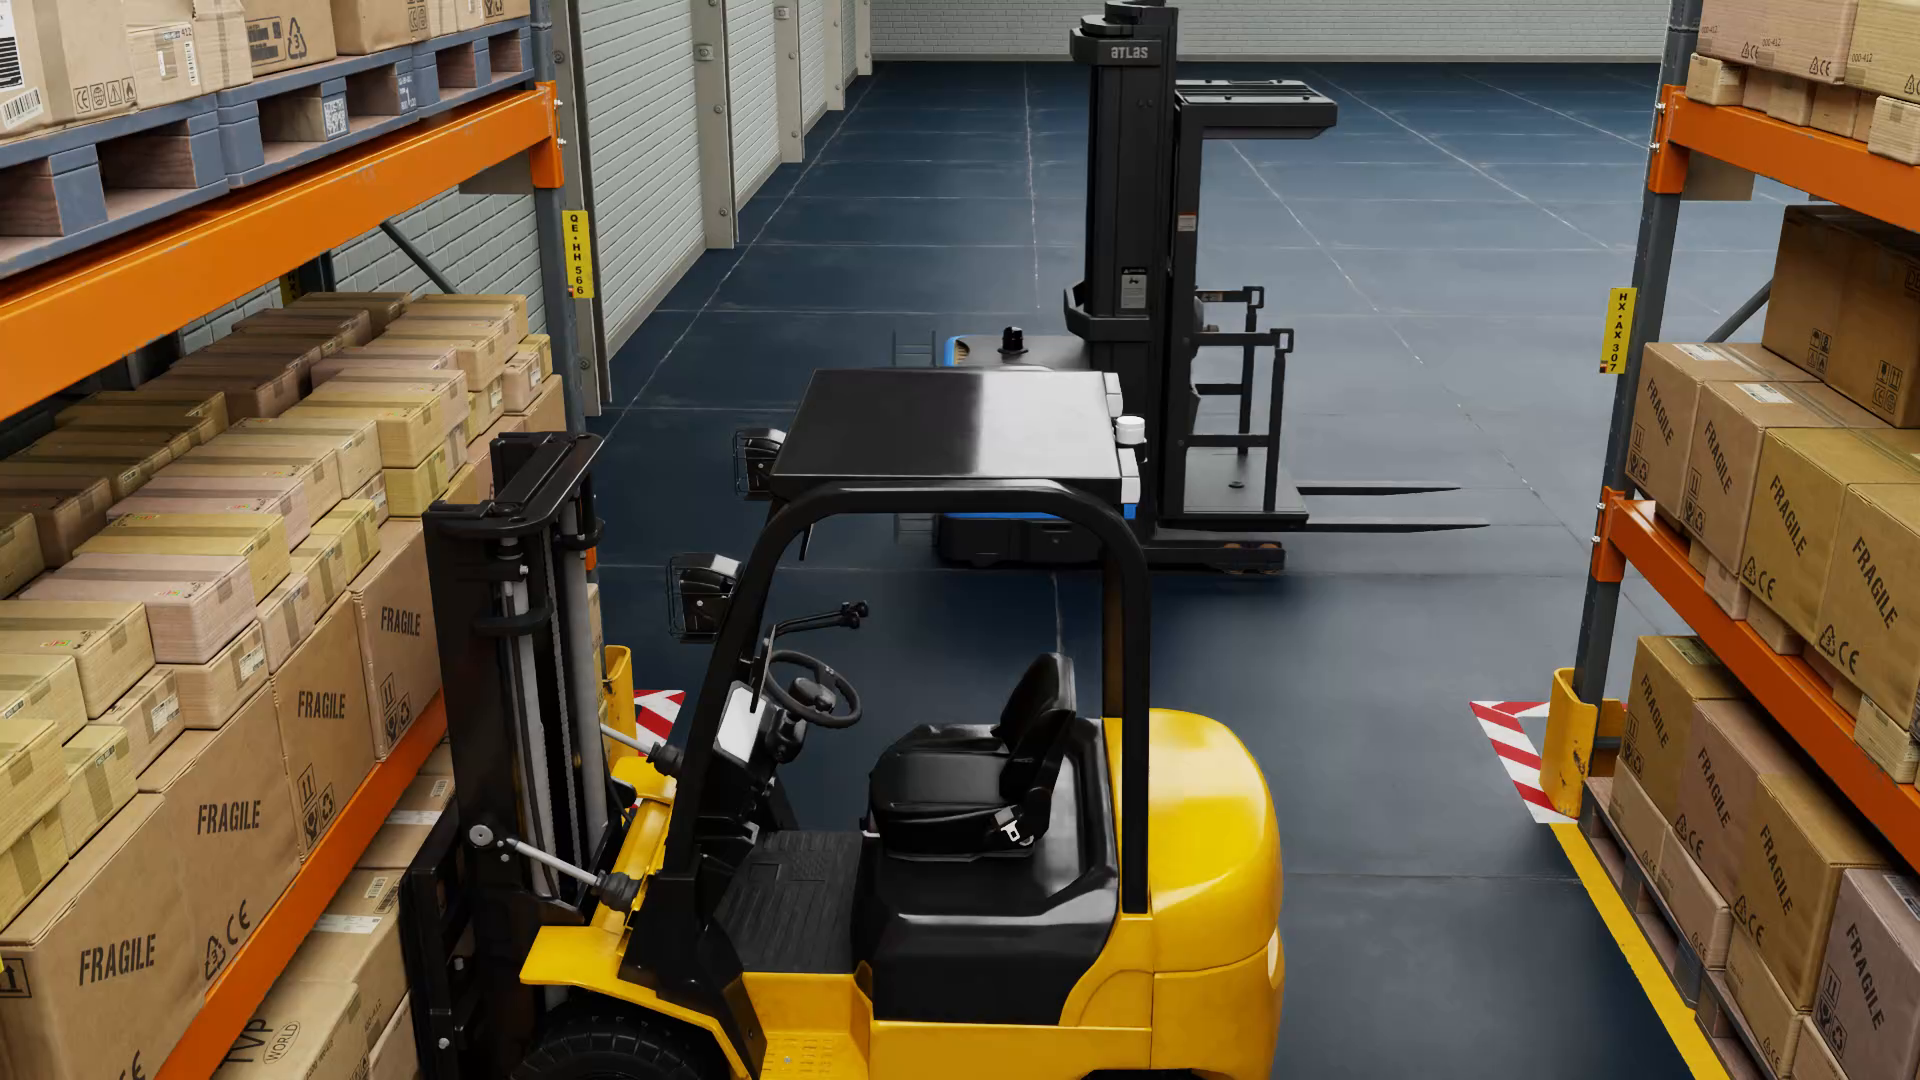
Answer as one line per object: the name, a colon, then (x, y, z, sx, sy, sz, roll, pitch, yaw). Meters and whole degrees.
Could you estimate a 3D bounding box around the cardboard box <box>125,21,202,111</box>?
cardboard box: (-1.747, -0.937, 3.278, 0.380, 0.149, 0.250, 1, 21, 3)

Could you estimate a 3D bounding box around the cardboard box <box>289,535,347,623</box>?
cardboard box: (-1.748, 0.100, 4.090, 0.380, 0.149, 0.250, 0, 21, 0)

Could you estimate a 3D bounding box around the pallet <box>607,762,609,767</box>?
pallet: (-1.948, 1.154, 6.262, 1.003, 0.211, 1.213, 1, 21, 2)

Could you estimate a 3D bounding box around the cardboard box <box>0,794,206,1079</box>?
cardboard box: (-1.813, 0.820, 3.132, 0.500, 0.500, 0.500, 0, 21, 0)

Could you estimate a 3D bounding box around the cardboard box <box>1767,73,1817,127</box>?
cardboard box: (2.700, -1.343, 5.044, 0.380, 0.149, 0.250, 1, 21, 3)

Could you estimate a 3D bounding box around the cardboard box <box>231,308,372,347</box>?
cardboard box: (-2.261, -0.696, 5.729, 0.380, 0.149, 0.250, 1, 21, 3)

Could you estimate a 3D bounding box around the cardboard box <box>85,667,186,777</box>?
cardboard box: (-1.829, 0.374, 3.383, 0.380, 0.149, 0.250, 1, 21, 2)

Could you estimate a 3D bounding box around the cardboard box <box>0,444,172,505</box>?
cardboard box: (-2.270, -0.137, 4.288, 0.380, 0.149, 0.250, 1, 21, 3)

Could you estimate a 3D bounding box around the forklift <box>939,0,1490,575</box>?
forklift: (1.406, -1.372, 9.013, 3.031, 2.935, 1.130, 0, 21, 1)

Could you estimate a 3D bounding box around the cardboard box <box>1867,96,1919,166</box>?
cardboard box: (2.625, -1.067, 4.333, 0.380, 0.149, 0.250, 1, 21, 2)

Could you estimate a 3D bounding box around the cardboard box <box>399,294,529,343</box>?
cardboard box: (-1.766, -0.778, 5.942, 0.380, 0.149, 0.250, 1, 21, 2)

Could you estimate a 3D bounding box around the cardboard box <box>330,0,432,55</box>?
cardboard box: (-1.867, -1.578, 4.445, 0.700, 0.500, 0.500, 1, 21, 2)

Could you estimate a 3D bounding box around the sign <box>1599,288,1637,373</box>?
sign: (2.453, -0.779, 6.193, 0.100, 0.325, 0.005, 1, 21, 2)

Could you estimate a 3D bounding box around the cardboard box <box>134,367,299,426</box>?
cardboard box: (-2.231, -0.416, 5.009, 0.380, 0.149, 0.250, 1, 21, 3)

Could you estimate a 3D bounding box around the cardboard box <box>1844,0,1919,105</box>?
cardboard box: (2.698, -1.288, 4.352, 0.500, 0.250, 0.500, 1, 21, 3)

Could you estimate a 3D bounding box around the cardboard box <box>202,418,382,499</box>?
cardboard box: (-1.807, -0.224, 4.513, 0.380, 0.149, 0.250, 1, 21, 2)

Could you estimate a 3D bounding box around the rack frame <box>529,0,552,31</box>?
rack frame: (-1.966, -3.219, 5.386, 1.000, 3.000, 0.127, 1, 21, 2)

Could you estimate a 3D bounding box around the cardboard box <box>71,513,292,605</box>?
cardboard box: (-1.774, 0.050, 3.807, 0.380, 0.149, 0.250, 0, 21, 1)

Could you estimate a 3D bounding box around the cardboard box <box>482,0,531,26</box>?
cardboard box: (-1.736, -1.947, 5.397, 0.500, 0.500, 0.500, 1, 21, 3)

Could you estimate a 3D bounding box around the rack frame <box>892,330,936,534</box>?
rack frame: (-0.254, -0.598, 9.412, 0.240, 1.200, 0.006, 0, 21, 0)

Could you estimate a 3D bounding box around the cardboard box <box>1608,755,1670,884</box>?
cardboard box: (2.694, 1.005, 6.011, 0.500, 0.250, 0.500, 0, 21, 1)

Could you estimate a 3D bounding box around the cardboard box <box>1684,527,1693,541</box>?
cardboard box: (2.785, -0.040, 5.833, 0.380, 0.149, 0.250, 1, 21, 2)

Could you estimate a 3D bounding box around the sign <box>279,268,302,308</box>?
sign: (-2.521, -0.871, 6.322, 0.100, 0.325, 0.005, 1, 21, 2)

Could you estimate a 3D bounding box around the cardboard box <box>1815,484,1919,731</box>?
cardboard box: (2.670, 0.169, 4.397, 0.500, 0.500, 0.500, 0, 21, 1)

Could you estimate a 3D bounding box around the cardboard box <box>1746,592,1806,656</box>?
cardboard box: (2.667, 0.240, 5.111, 0.380, 0.149, 0.250, 1, 21, 3)

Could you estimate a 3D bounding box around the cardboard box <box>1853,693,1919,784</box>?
cardboard box: (2.616, 0.522, 4.385, 0.380, 0.149, 0.250, 1, 21, 2)

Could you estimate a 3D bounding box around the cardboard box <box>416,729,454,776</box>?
cardboard box: (-1.684, 0.735, 5.327, 0.500, 0.250, 0.500, 1, 21, 2)

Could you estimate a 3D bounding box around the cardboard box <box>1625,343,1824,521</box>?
cardboard box: (2.704, -0.386, 5.828, 0.500, 0.500, 0.500, 0, 21, 1)

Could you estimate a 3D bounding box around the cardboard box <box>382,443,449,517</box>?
cardboard box: (-1.711, -0.179, 4.809, 0.380, 0.149, 0.250, 1, 21, 2)

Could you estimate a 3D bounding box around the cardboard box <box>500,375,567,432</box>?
cardboard box: (-1.719, -0.288, 5.987, 0.500, 0.500, 0.500, 0, 21, 0)

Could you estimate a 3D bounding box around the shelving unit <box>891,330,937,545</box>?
shelving unit: (-0.253, -0.565, 9.327, 0.258, 1.200, 0.189, 0, 21, 0)

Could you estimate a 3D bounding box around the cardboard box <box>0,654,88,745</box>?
cardboard box: (-1.882, 0.328, 3.090, 0.380, 0.149, 0.250, 1, 21, 2)

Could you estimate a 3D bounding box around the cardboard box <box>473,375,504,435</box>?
cardboard box: (-1.744, -0.457, 5.526, 0.380, 0.149, 0.250, 1, 21, 3)

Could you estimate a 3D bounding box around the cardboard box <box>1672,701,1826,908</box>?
cardboard box: (2.683, 0.854, 5.366, 0.500, 0.500, 0.500, 0, 21, 0)

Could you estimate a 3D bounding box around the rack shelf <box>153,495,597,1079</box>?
rack shelf: (-2.027, 0.636, 4.738, 1.077, 0.370, 4.000, 1, 21, 2)

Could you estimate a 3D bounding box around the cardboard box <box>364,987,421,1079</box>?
cardboard box: (-1.724, 1.342, 4.454, 0.500, 0.250, 0.500, 0, 21, 1)

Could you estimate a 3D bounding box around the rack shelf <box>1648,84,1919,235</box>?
rack shelf: (2.934, -0.709, 4.058, 1.077, 0.370, 4.000, 1, 21, 2)

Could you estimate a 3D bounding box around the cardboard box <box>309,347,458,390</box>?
cardboard box: (-1.806, -0.505, 5.237, 0.380, 0.149, 0.250, 1, 21, 2)

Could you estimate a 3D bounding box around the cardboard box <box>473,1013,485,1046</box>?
cardboard box: (-1.707, 1.385, 5.032, 0.500, 0.250, 0.500, 1, 21, 3)

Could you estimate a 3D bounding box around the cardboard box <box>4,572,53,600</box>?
cardboard box: (-2.275, 0.186, 3.867, 0.380, 0.149, 0.250, 1, 21, 3)

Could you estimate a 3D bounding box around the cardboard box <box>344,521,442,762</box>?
cardboard box: (-1.763, 0.266, 4.558, 0.500, 0.500, 0.500, 1, 21, 2)

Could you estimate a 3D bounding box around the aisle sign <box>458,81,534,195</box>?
aisle sign: (-1.671, -1.655, 6.054, 0.394, 0.787, 0.004, 1, 21, 2)

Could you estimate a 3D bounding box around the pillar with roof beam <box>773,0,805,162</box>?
pillar with roof beam: (1.962, -9.438, 21.414, 9.100, 9.000, 0.400, 1, 21, 2)

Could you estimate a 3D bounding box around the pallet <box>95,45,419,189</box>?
pallet: (-2.048, -1.082, 4.147, 1.003, 0.211, 1.213, 1, 21, 2)

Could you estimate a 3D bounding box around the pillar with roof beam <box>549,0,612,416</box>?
pillar with roof beam: (1.597, -5.100, 10.232, 9.100, 9.000, 0.400, 1, 21, 2)

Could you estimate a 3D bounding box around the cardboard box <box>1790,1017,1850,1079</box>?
cardboard box: (2.649, 1.570, 4.557, 0.500, 0.250, 0.500, 1, 21, 2)

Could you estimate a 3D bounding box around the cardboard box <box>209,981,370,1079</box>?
cardboard box: (-1.734, 1.287, 3.902, 0.500, 0.250, 0.500, 1, 21, 2)
